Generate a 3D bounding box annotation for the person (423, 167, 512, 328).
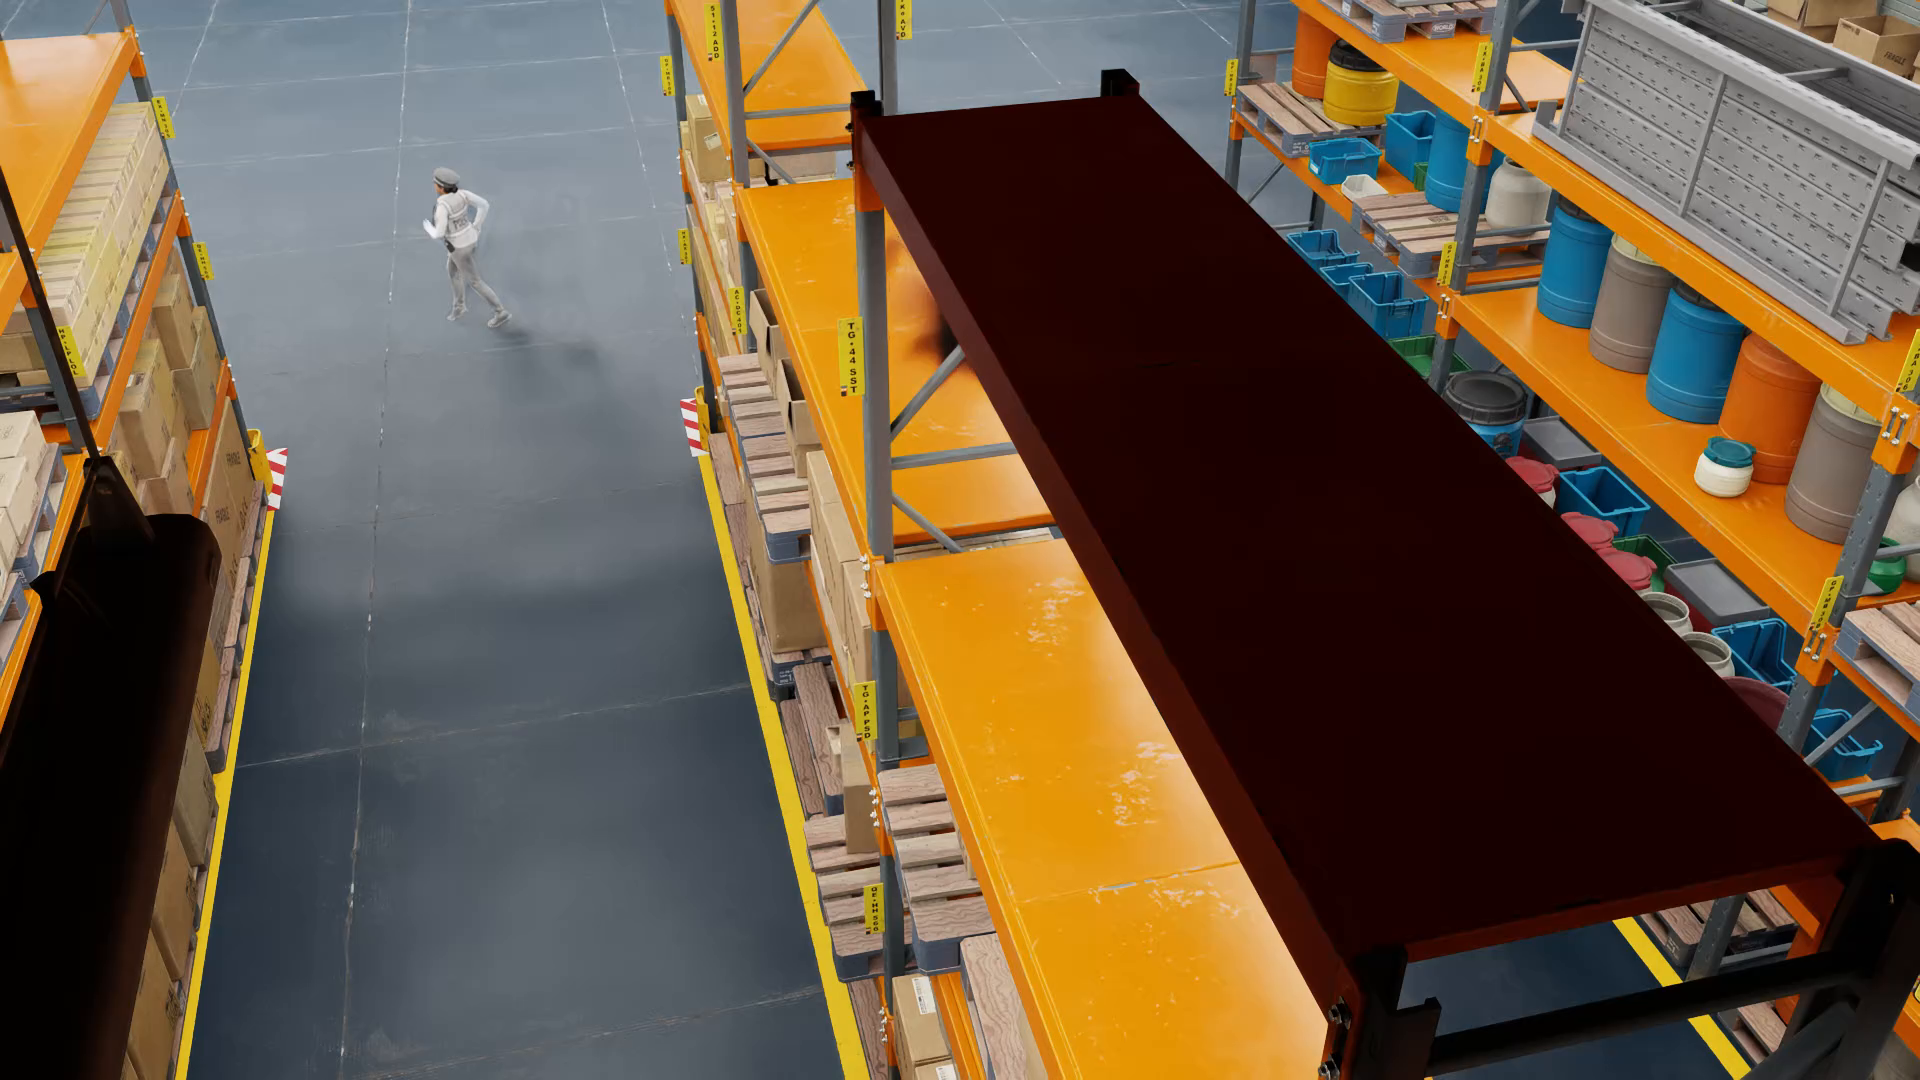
[{"bbox_3d":[-5.011,-2.950,16.911,0.846,1.740,0.646,9,35,13],"label":"person"}]
